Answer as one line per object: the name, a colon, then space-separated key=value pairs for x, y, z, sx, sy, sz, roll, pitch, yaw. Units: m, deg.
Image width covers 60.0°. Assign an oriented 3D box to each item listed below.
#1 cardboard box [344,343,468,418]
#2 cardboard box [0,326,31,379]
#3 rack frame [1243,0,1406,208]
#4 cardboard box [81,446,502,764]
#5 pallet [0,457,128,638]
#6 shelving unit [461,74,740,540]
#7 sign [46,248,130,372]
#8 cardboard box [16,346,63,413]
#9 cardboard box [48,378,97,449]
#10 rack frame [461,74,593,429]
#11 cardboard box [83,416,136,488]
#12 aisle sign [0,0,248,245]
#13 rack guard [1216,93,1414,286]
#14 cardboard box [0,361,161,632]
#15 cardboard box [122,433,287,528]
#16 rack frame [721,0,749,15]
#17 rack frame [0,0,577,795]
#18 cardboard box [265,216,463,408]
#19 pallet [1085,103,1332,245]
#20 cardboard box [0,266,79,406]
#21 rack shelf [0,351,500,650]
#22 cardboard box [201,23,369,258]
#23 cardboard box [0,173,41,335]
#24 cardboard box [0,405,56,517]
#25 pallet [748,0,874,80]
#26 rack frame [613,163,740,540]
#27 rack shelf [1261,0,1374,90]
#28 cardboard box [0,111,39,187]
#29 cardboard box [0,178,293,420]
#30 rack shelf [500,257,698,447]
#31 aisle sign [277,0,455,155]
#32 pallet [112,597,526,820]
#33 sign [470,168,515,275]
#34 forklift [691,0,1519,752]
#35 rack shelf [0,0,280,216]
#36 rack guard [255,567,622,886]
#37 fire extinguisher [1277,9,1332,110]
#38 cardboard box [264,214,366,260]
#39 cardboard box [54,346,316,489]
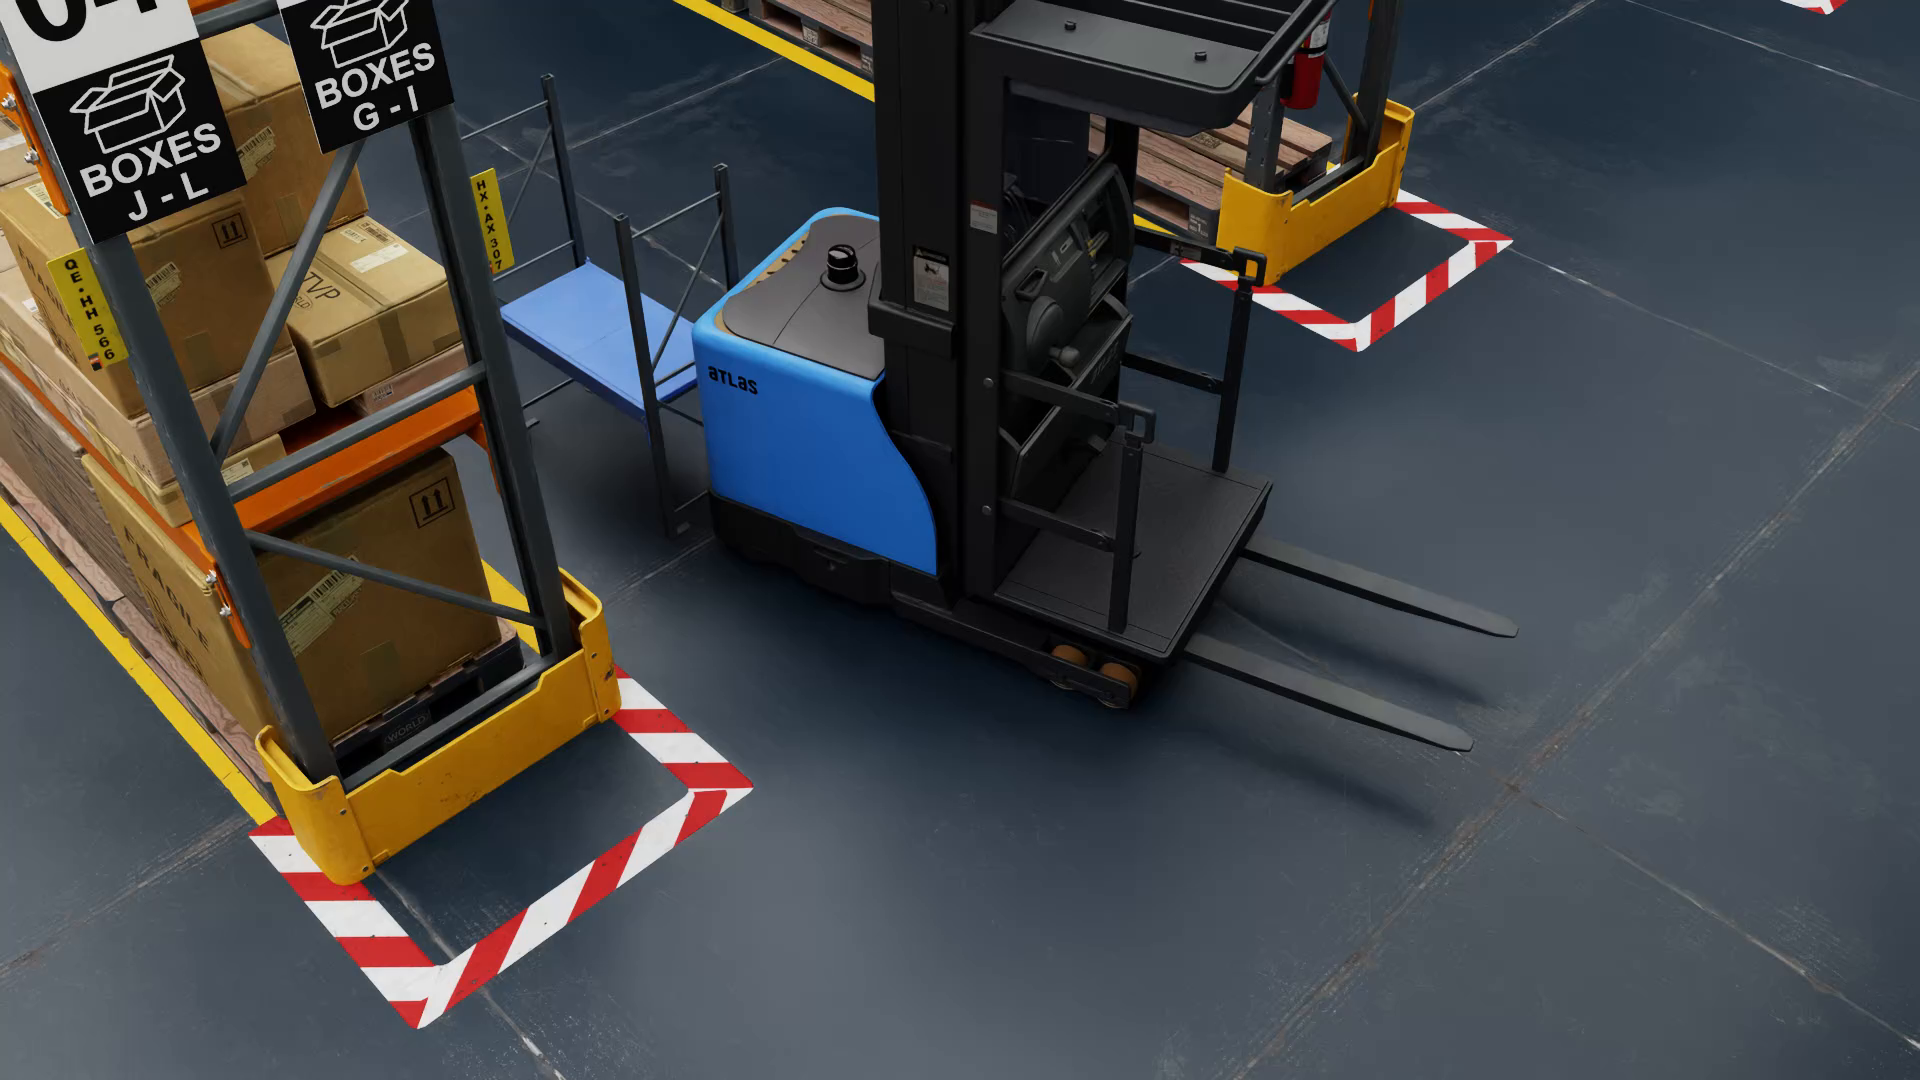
cardboard box: x=-1.782 y=-0.547 z=5.317 sx=0.380 sy=0.149 sz=0.250 roll=-33 pitch=52 yaw=-31
cardboard box: x=-2.972 y=-0.722 z=5.506 sx=0.250 sy=0.149 sz=0.380 roll=33 pitch=52 yaw=31
rack frame: x=1.742 y=-2.685 z=7.445 sx=1.000 sy=3.000 sz=0.127 roll=-34 pitch=53 yaw=-31
cardboard box: x=-2.274 y=0.046 z=5.746 sx=0.875 sy=0.875 sz=0.875 roll=-34 pitch=53 yaw=-31
pallet: x=-3.242 y=-0.220 z=6.832 sx=1.003 sy=0.211 sz=1.213 roll=-34 pitch=53 yaw=-31
shelving unit: x=-1.393 y=-0.914 z=6.634 sx=1.048 sy=1.500 sz=0.538 roll=32 pitch=51 yaw=30
sign: x=-2.159 y=-0.570 z=4.129 sx=0.100 sy=0.325 sz=0.005 roll=-34 pitch=53 yaw=-31
cardboard box: x=-2.787 y=-0.598 z=5.372 sx=0.380 sy=0.149 sz=0.250 roll=-33 pitch=52 yaw=-31
cardboard box: x=-2.612 y=-0.478 z=5.242 sx=0.380 sy=0.149 sz=0.250 roll=-34 pitch=52 yaw=-31
rack frame: x=-1.768 y=-1.147 z=6.886 sx=0.032 sy=1.500 sz=0.500 roll=32 pitch=51 yaw=30
cardboard box: x=-2.434 y=-0.356 z=5.110 sx=0.380 sy=0.149 sz=0.250 roll=-34 pitch=52 yaw=-31
aisle sign: x=-1.927 y=-1.087 z=3.801 sx=0.394 sy=0.787 sz=0.004 roll=-34 pitch=53 yaw=-31
rack guard: x=1.768 y=-1.761 z=8.288 sx=1.175 sy=0.500 sz=0.348 roll=-34 pitch=53 yaw=-31
cardboard box: x=-2.916 y=-0.391 z=6.219 sx=0.875 sy=0.875 sz=0.875 roll=-34 pitch=53 yaw=-31
cardboard box: x=-2.250 y=-0.232 z=4.976 sx=0.380 sy=0.149 sz=0.250 roll=-33 pitch=52 yaw=-31
rack frame: x=-1.083 y=-4.607 z=9.525 sx=1.000 sy=3.000 sz=0.127 roll=-34 pitch=53 yaw=-31
rack frame: x=-1.765 y=-0.311 z=4.876 sx=1.000 sy=3.000 sz=0.127 roll=-34 pitch=53 yaw=-31
cardboard box: x=-1.913 y=-0.725 z=5.216 sx=0.500 sy=0.250 sz=0.500 roll=33 pitch=52 yaw=30
pallet: x=1.187 y=-2.075 z=8.841 sx=1.003 sy=0.211 sz=1.213 roll=-34 pitch=53 yaw=-31
cardboard box: x=-2.653 y=-0.715 z=5.205 sx=0.500 sy=0.250 sz=0.500 roll=33 pitch=52 yaw=31
rack shelf: x=-3.177 y=-1.008 z=6.160 sx=1.077 sy=0.370 sz=4.000 roll=-34 pitch=53 yaw=-31
cardboard box: x=-2.266 y=-1.241 z=5.221 sx=0.500 sy=0.500 sz=0.500 roll=33 pitch=52 yaw=30
cardboard box: x=-3.013 y=-0.959 z=5.469 sx=0.500 sy=0.250 sz=0.500 roll=32 pitch=52 yaw=30
cardboard box: x=-3.545 y=-0.819 z=6.682 sx=0.875 sy=0.875 sz=0.875 roll=-34 pitch=53 yaw=-31
pallet: x=-0.536 y=-3.248 z=10.109 sx=1.003 sy=0.211 sz=1.213 roll=-34 pitch=53 yaw=-31
rack frame: x=-1.018 y=-0.681 z=6.382 sx=0.032 sy=1.500 sz=0.500 roll=32 pitch=51 yaw=30
rack shelf: x=0.329 y=-3.382 z=8.729 sx=1.077 sy=0.370 sz=4.000 roll=-34 pitch=53 yaw=-31
cardboard box: x=-3.383 y=-1.208 z=5.738 sx=0.500 sy=0.250 sz=0.500 roll=-34 pitch=52 yaw=-31
cardboard box: x=-2.295 y=-0.749 z=4.689 sx=0.500 sy=0.500 sz=0.500 roll=-33 pitch=52 yaw=-31
rack shelf: x=-1.393 y=-0.782 z=6.756 sx=1.000 sy=0.185 sz=0.538 roll=32 pitch=51 yaw=30
aisle sign: x=-1.502 y=-1.375 z=4.112 sx=0.394 sy=0.787 sz=0.004 roll=-34 pitch=53 yaw=-31
pallet: x=-2.385 y=0.367 z=6.198 sx=1.003 sy=0.211 sz=1.213 roll=-34 pitch=53 yaw=-31
sign: x=-1.368 y=-0.921 z=4.840 sx=0.100 sy=0.325 sz=0.005 roll=-34 pitch=53 yaw=-31
forklift: x=0.552 y=-0.877 z=5.539 sx=3.031 sy=2.935 sz=1.130 roll=20 pitch=46 yaw=20
rack shelf: x=-3.177 y=-2.109 z=5.142 sx=1.077 sy=0.370 sz=4.000 roll=-34 pitch=53 yaw=-31
rack guard: x=-1.748 y=0.619 z=5.712 sx=1.175 sy=0.500 sz=0.348 roll=-34 pitch=53 yaw=-31
fire extinguisher: x=1.526 y=-2.229 z=7.284 sx=0.296 sy=0.674 sz=0.183 roll=-34 pitch=53 yaw=-31
cardboard box: x=-2.285 y=-0.972 z=5.483 sx=0.500 sy=0.250 sz=0.500 roll=34 pitch=52 yaw=31
cardboard box: x=-2.295 y=-0.471 z=4.941 sx=0.500 sy=0.250 sz=0.500 roll=33 pitch=52 yaw=31
